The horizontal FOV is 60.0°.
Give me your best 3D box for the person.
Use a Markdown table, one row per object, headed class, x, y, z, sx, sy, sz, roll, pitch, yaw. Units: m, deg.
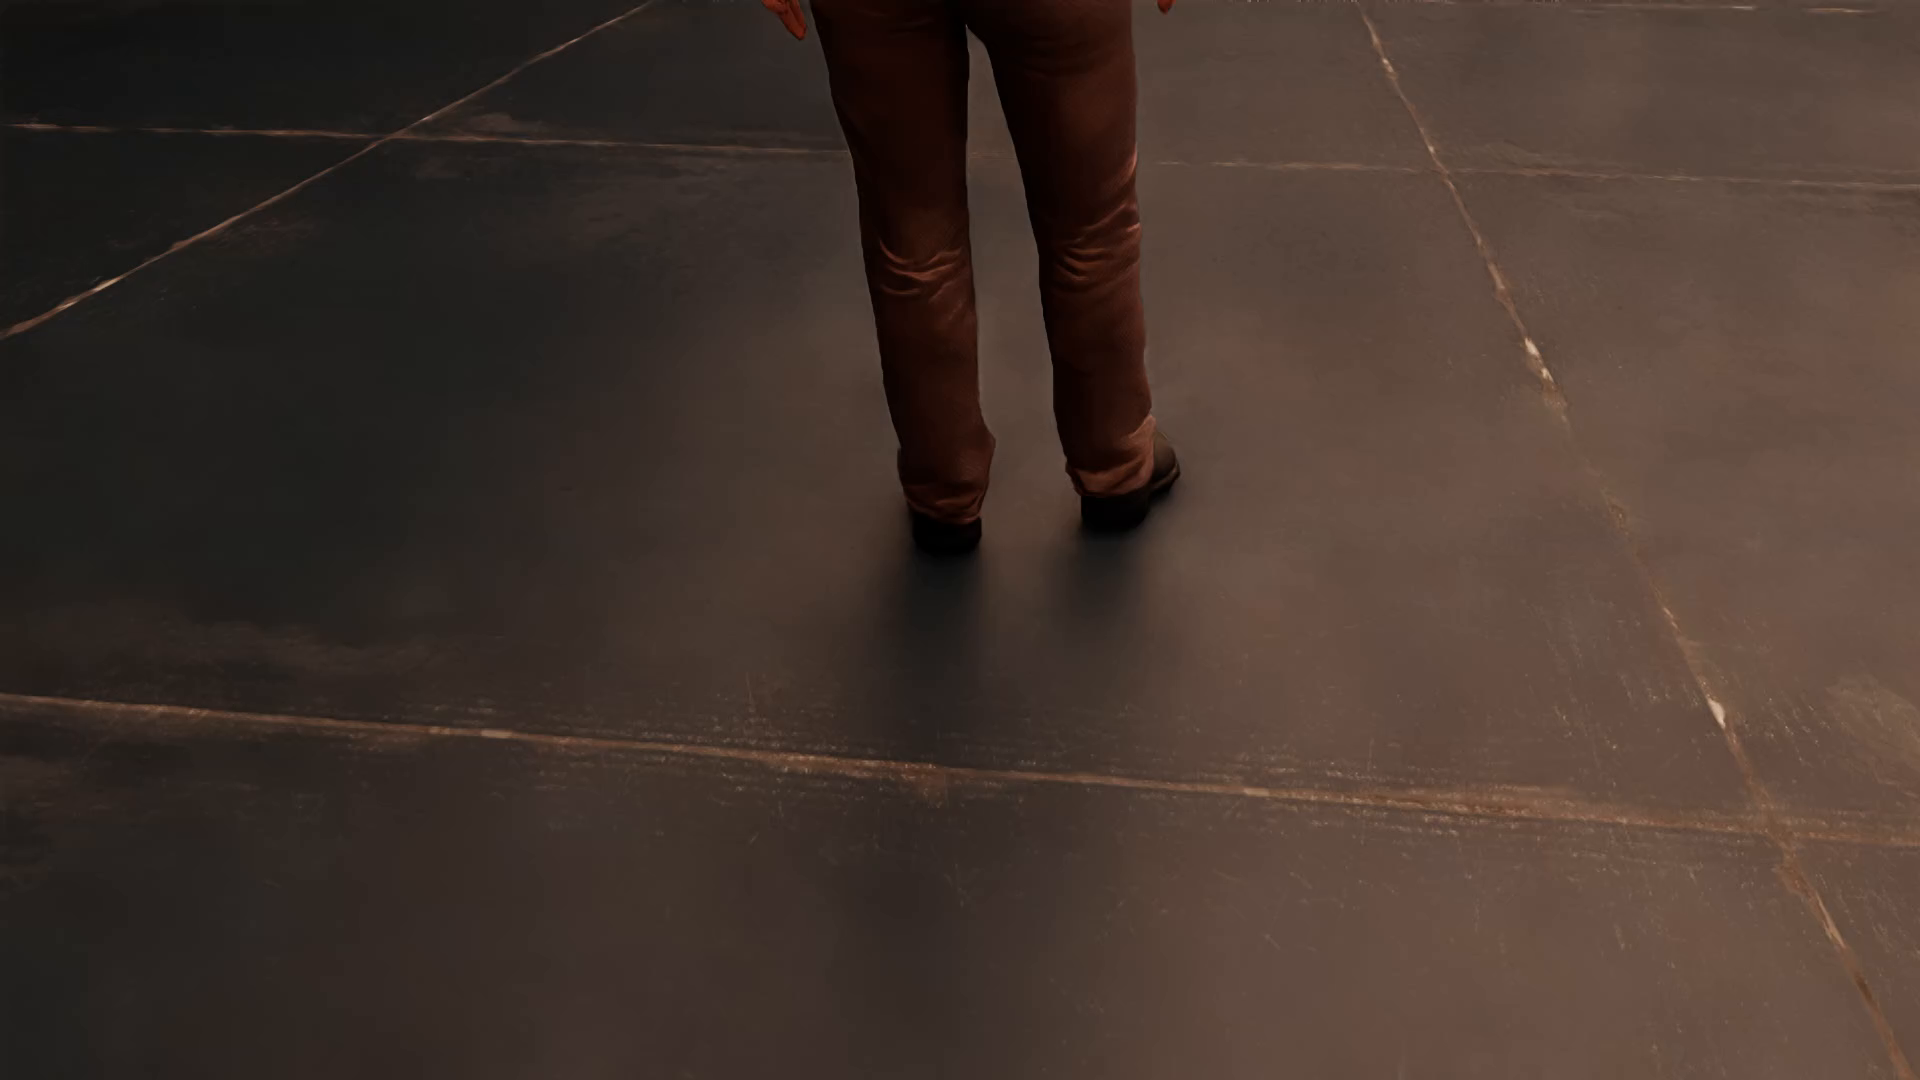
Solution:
| class | x | y | z | sx | sy | sz | roll | pitch | yaw |
| --- | --- | --- | --- | --- | --- | --- | --- | --- | --- |
| person | 0.016 | -0.804 | 2.167 | 0.632 | 1.720 | 0.567 | 3 | 27 | 7 |
